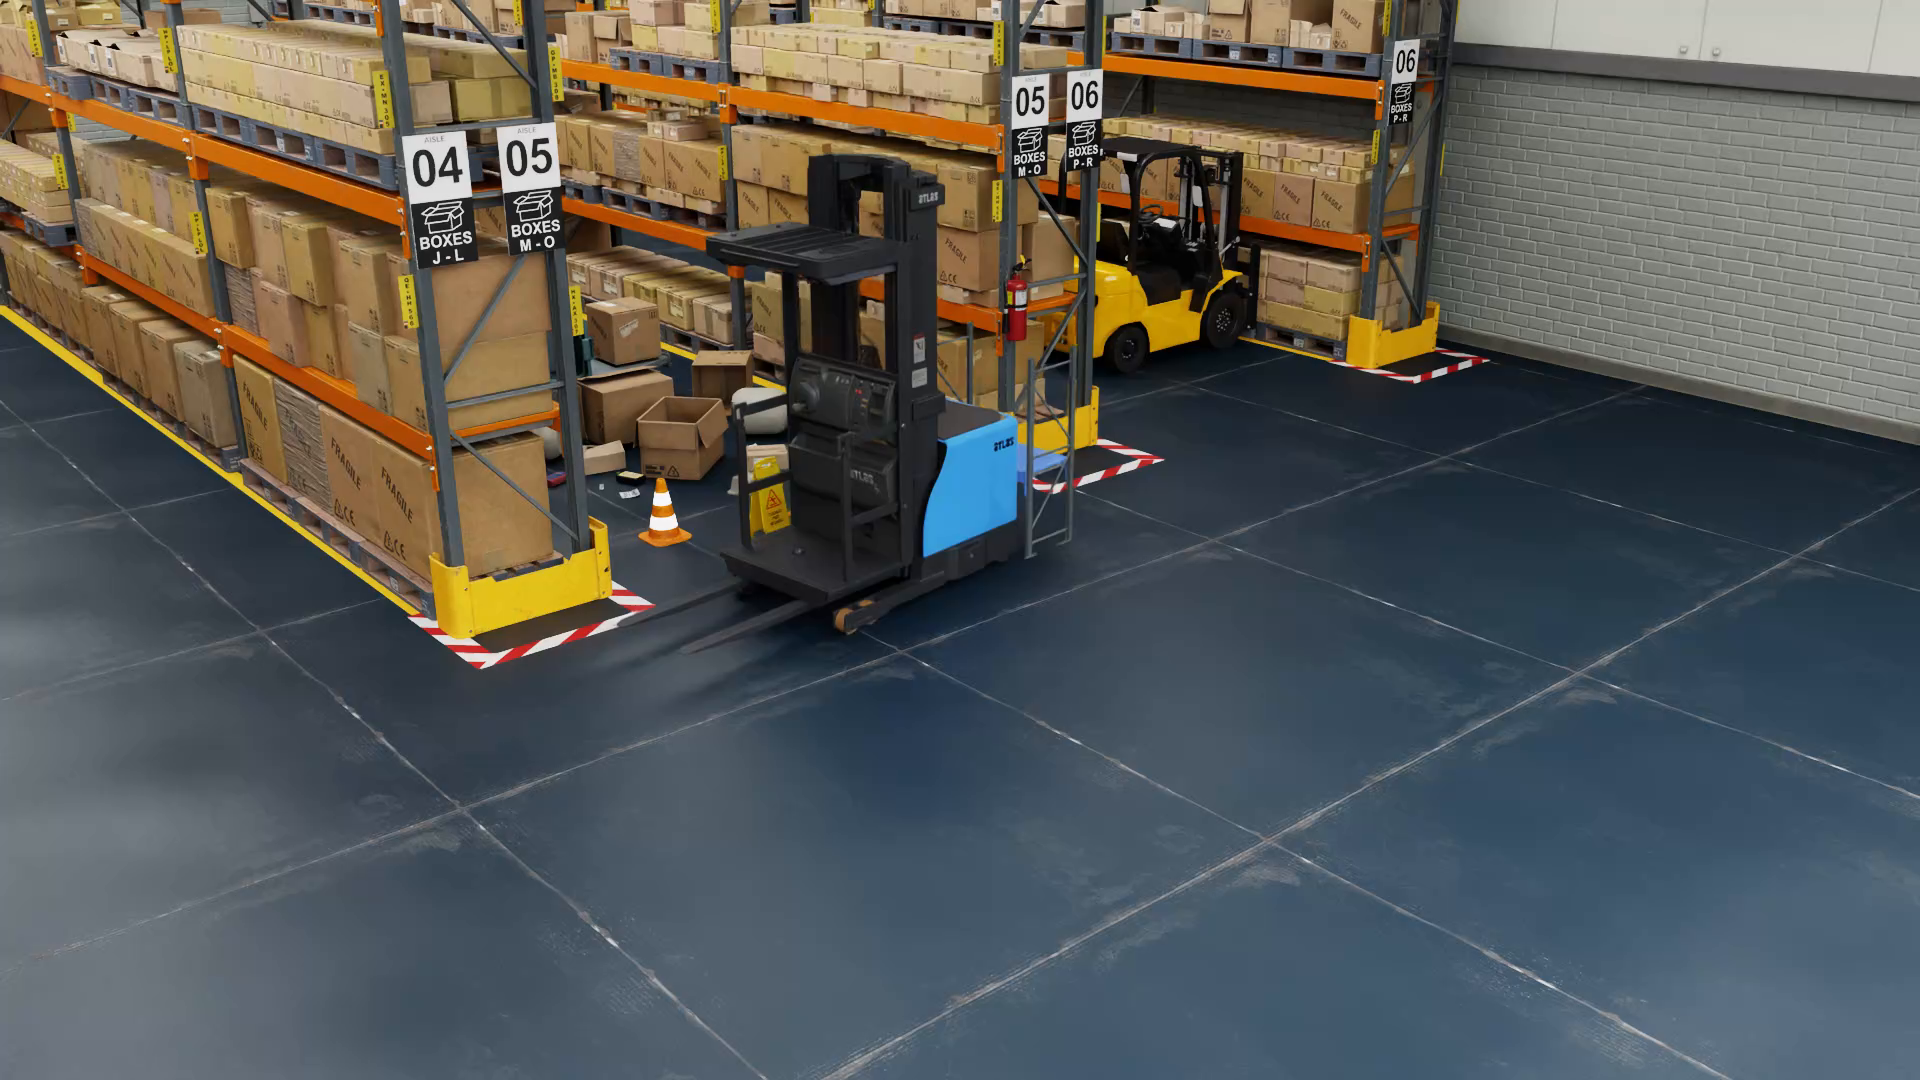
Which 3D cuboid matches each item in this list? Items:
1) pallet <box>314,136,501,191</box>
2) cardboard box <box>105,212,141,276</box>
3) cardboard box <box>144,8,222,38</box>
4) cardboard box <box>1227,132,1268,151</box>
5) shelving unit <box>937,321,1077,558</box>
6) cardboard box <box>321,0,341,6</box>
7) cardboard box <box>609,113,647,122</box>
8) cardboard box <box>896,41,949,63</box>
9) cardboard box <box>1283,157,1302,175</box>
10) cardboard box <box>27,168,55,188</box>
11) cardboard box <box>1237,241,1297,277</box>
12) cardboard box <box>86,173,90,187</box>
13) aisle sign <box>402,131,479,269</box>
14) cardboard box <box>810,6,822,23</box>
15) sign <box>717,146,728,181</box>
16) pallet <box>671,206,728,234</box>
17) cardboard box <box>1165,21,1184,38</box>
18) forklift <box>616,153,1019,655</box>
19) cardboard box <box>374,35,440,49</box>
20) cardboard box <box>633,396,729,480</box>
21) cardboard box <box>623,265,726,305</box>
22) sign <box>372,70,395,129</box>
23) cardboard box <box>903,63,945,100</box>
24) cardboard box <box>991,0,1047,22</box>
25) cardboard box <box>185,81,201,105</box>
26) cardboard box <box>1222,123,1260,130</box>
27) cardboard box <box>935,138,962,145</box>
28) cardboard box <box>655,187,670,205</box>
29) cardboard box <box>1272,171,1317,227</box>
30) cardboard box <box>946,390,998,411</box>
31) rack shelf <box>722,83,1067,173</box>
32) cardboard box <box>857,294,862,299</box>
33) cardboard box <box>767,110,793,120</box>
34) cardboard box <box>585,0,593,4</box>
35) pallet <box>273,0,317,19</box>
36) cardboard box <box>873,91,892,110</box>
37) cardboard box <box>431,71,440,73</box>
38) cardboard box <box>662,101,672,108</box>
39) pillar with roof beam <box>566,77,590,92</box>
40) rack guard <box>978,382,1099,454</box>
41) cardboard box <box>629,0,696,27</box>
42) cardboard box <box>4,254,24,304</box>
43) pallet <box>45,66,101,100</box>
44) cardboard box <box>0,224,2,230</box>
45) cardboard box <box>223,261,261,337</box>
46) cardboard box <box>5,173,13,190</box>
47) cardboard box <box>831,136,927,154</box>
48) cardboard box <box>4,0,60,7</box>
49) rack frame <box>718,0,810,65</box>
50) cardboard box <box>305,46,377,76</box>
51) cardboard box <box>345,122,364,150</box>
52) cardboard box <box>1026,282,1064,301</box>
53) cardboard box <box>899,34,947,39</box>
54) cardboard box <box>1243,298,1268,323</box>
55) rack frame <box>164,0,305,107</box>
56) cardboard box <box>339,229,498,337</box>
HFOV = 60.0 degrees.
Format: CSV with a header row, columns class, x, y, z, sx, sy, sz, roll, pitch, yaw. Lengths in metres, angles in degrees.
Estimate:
class,x,y,z,sx,sy,sz,roll,pitch,yaw
pallet,-3.444,-2.491,10.739,1.003,0.211,1.213,-17,27,-37
cardboard box,-7.423,-2.722,15.184,0.500,0.500,0.500,-17,27,-37
cardboard box,-6.827,-4.415,14.680,0.500,0.500,0.500,-17,27,-37
cardboard box,3.091,-4.280,17.864,0.380,0.149,0.250,-17,27,-37
shelving unit,0.287,-0.760,12.369,1.048,1.500,0.538,19,28,40
cardboard box,-8.510,-7.652,22.945,0.500,0.500,0.500,-17,27,-37
cardboard box,-3.637,-4.530,18.817,0.500,0.500,0.500,-18,28,-38
cardboard box,-0.313,-4.111,14.006,0.380,0.149,0.250,-17,27,-37
cardboard box,3.586,-3.920,17.354,0.380,0.149,0.250,-18,27,-38
cardboard box,-9.003,-3.595,16.502,0.380,0.149,0.250,-18,28,-38
cardboard box,3.278,-3.032,17.936,0.500,0.250,0.500,-17,27,-37
cardboard box,-8.858,-3.758,17.328,0.380,0.149,0.250,-17,27,-37
aisle sign,-3.133,-2.052,10.046,0.394,0.787,0.004,-17,27,-37
cardboard box,-1.906,-7.220,22.897,0.500,0.250,0.500,-17,27,-37
sign,-2.297,-3.650,16.103,0.100,0.325,0.005,-17,27,-37
pallet,-2.268,-3.401,17.317,1.003,0.211,1.213,-17,27,-37
cardboard box,2.443,-5.540,18.034,0.380,0.149,0.250,-16,27,-36
forklift,-0.925,-0.956,10.907,1.130,2.935,3.031,18,28,38
cardboard box,-3.758,-3.345,11.337,0.380,0.149,0.250,-18,28,-38
cardboard box,-2.332,-0.859,13.988,0.637,0.503,0.797,3,22,9
cardboard box,-3.150,-2.750,18.420,0.950,0.372,0.625,-16,27,-36
sign,-3.372,-2.580,9.738,0.100,0.325,0.005,-17,27,-37
cardboard box,-0.123,-3.824,13.820,0.500,0.250,0.500,-18,28,-38
cardboard box,0.721,-6.378,19.952,0.500,0.311,0.500,-19,28,-39
cardboard box,-5.583,-3.378,12.515,0.380,0.149,0.250,-18,28,-38
cardboard box,3.128,-4.536,18.518,0.380,0.149,0.250,-18,28,-38
cardboard box,0.026,-5.227,21.236,0.500,0.250,0.500,-18,28,-39
cardboard box,-2.947,-3.609,17.353,0.380,0.149,0.250,-17,27,-37
cardboard box,3.638,-3.587,17.393,0.500,0.500,0.500,-16,27,-36
cardboard box,-0.015,-1.220,14.681,0.500,0.250,0.500,-18,27,-38
rack shelf,-0.573,-3.753,14.827,1.077,0.370,4.000,-17,27,-37
cardboard box,-1.147,-2.319,15.569,0.380,0.149,0.250,-16,26,-34
cardboard box,-2.346,-6.332,23.826,0.700,0.500,0.500,-18,27,-38
cardboard box,-5.922,-8.879,27.271,0.380,0.149,0.250,-17,27,-36
pallet,-9.220,-7.713,24.071,1.003,0.211,1.213,-17,27,-37
cardboard box,-0.528,-3.811,14.333,0.380,0.149,0.250,-18,28,-39
cardboard box,-3.405,-2.975,10.938,0.500,0.250,0.500,-18,28,-38
cardboard box,-4.456,-6.824,26.138,0.380,0.149,0.250,-18,28,-38
pillar with roof beam,-10.293,-10.470,26.877,9.100,9.000,0.400,-17,27,-37
rack guard,0.682,-0.996,14.342,1.175,0.500,0.348,-17,27,-37
cardboard box,-3.037,-5.406,17.004,0.500,0.250,0.500,-17,27,-37
cardboard box,-10.504,-3.013,18.914,0.500,0.500,0.500,-16,27,-35
pallet,-7.714,-4.287,15.461,1.213,0.211,1.003,-16,26,-35
cardboard box,-12.201,-3.867,20.762,0.380,0.149,0.250,-17,27,-37
cardboard box,-5.313,-2.009,13.294,0.875,0.550,0.550,-17,27,-37
cardboard box,-9.685,-3.744,17.291,0.380,0.149,0.250,-17,27,-36
cardboard box,-0.723,-3.308,14.900,0.700,0.500,0.500,-18,27,-38
cardboard box,-9.876,-5.430,17.405,0.797,0.503,0.637,-18,28,-38
rack frame,-1.879,-6.038,15.560,1.000,3.000,0.127,-17,27,-37
cardboard box,-3.928,-3.049,10.582,0.380,0.149,0.250,-17,27,-37
cardboard box,-3.590,-2.536,10.363,0.380,0.149,0.250,-17,27,-37
cardboard box,0.667,-2.165,14.244,0.380,0.149,0.250,-17,27,-37
cardboard box,-0.315,-4.365,14.653,0.380,0.149,0.250,-17,27,-36
cardboard box,3.307,-2.572,18.131,0.500,0.250,0.500,-17,27,-37
rack frame,-5.563,-4.831,12.480,1.000,3.000,0.127,-17,27,-37
cardboard box,-3.594,-1.747,11.145,0.875,0.550,0.550,-17,27,-37
